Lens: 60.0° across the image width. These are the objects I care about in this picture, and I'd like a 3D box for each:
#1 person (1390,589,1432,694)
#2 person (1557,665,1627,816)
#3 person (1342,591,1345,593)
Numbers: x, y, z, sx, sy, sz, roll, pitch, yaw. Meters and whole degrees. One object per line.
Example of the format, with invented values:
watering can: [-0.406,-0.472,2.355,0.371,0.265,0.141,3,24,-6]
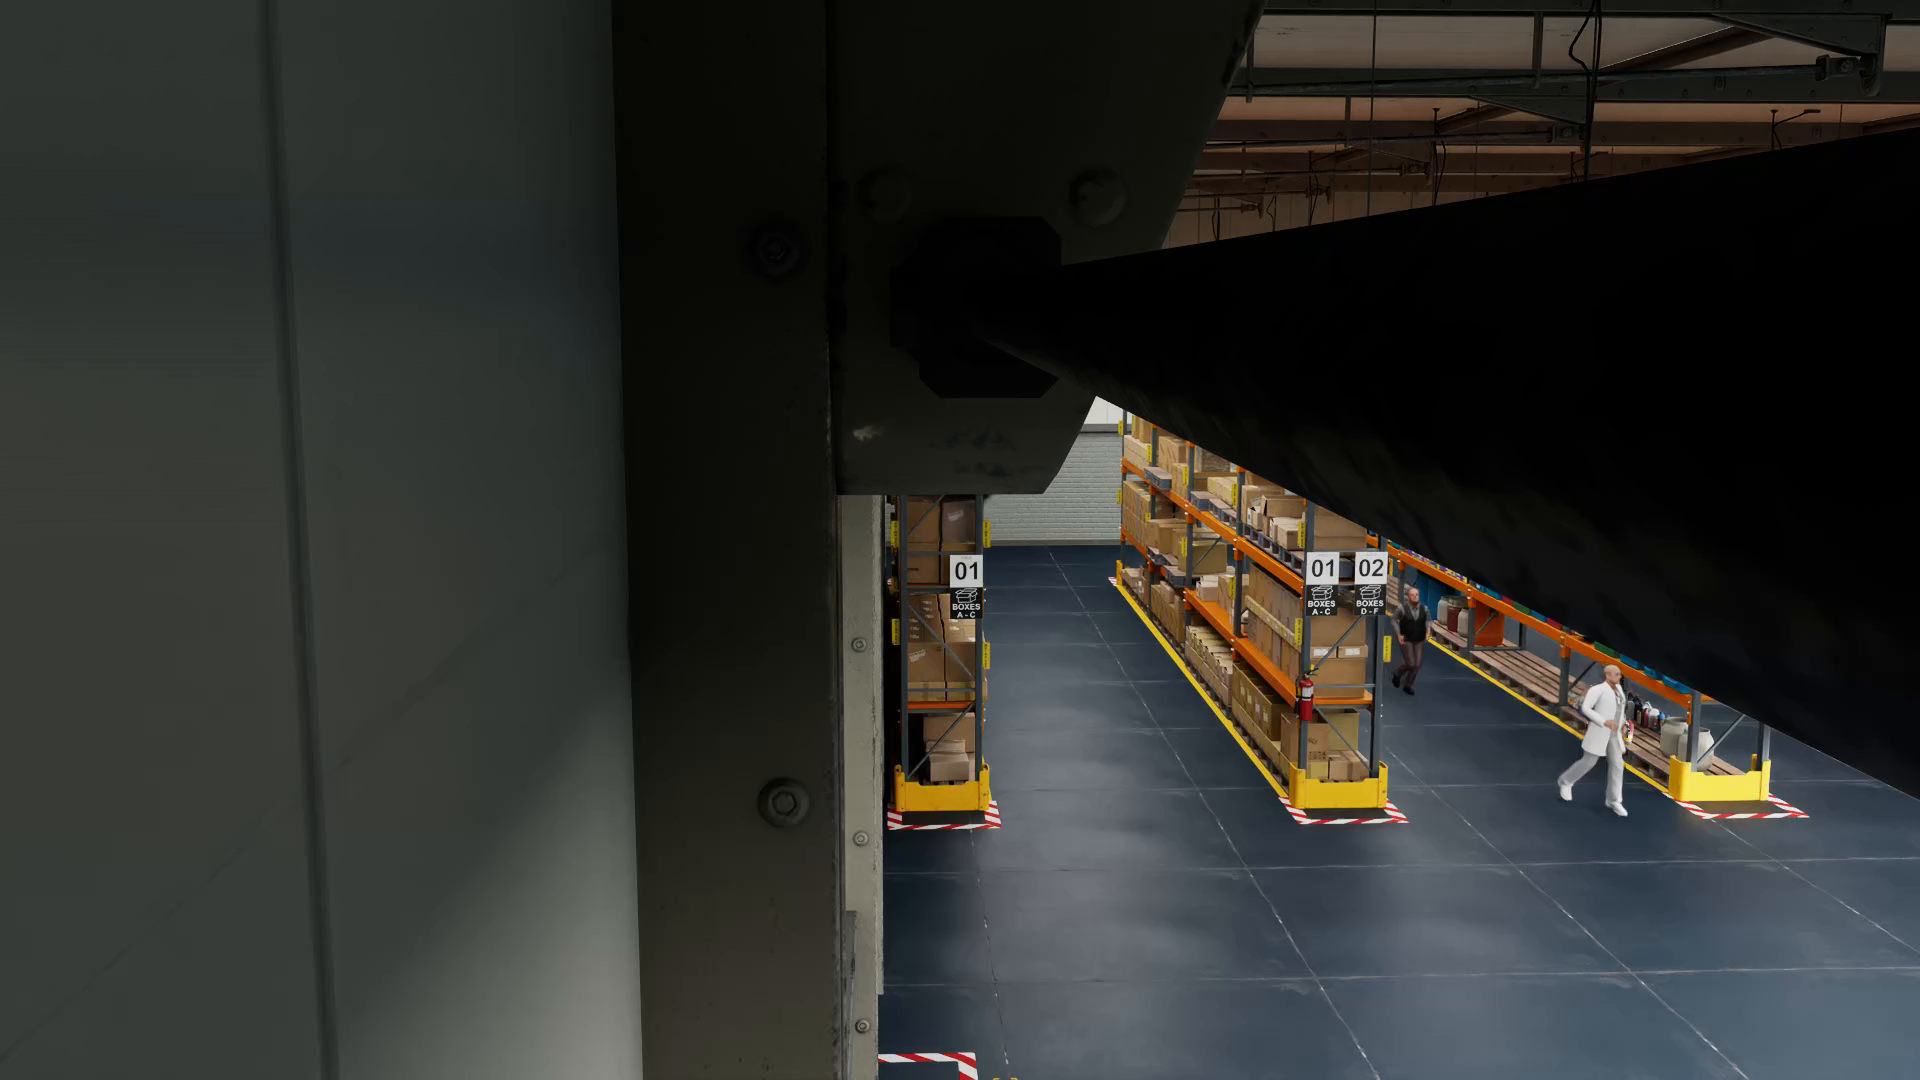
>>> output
person: [7.203,1.615,26.434,0.651,1.693,0.607,-1,8,-7]
person: [8.017,2.425,20.604,0.763,1.764,1.034,-4,9,-24]
person: [7.443,0.723,32.797,0.607,1.650,1.027,1,9,9]
